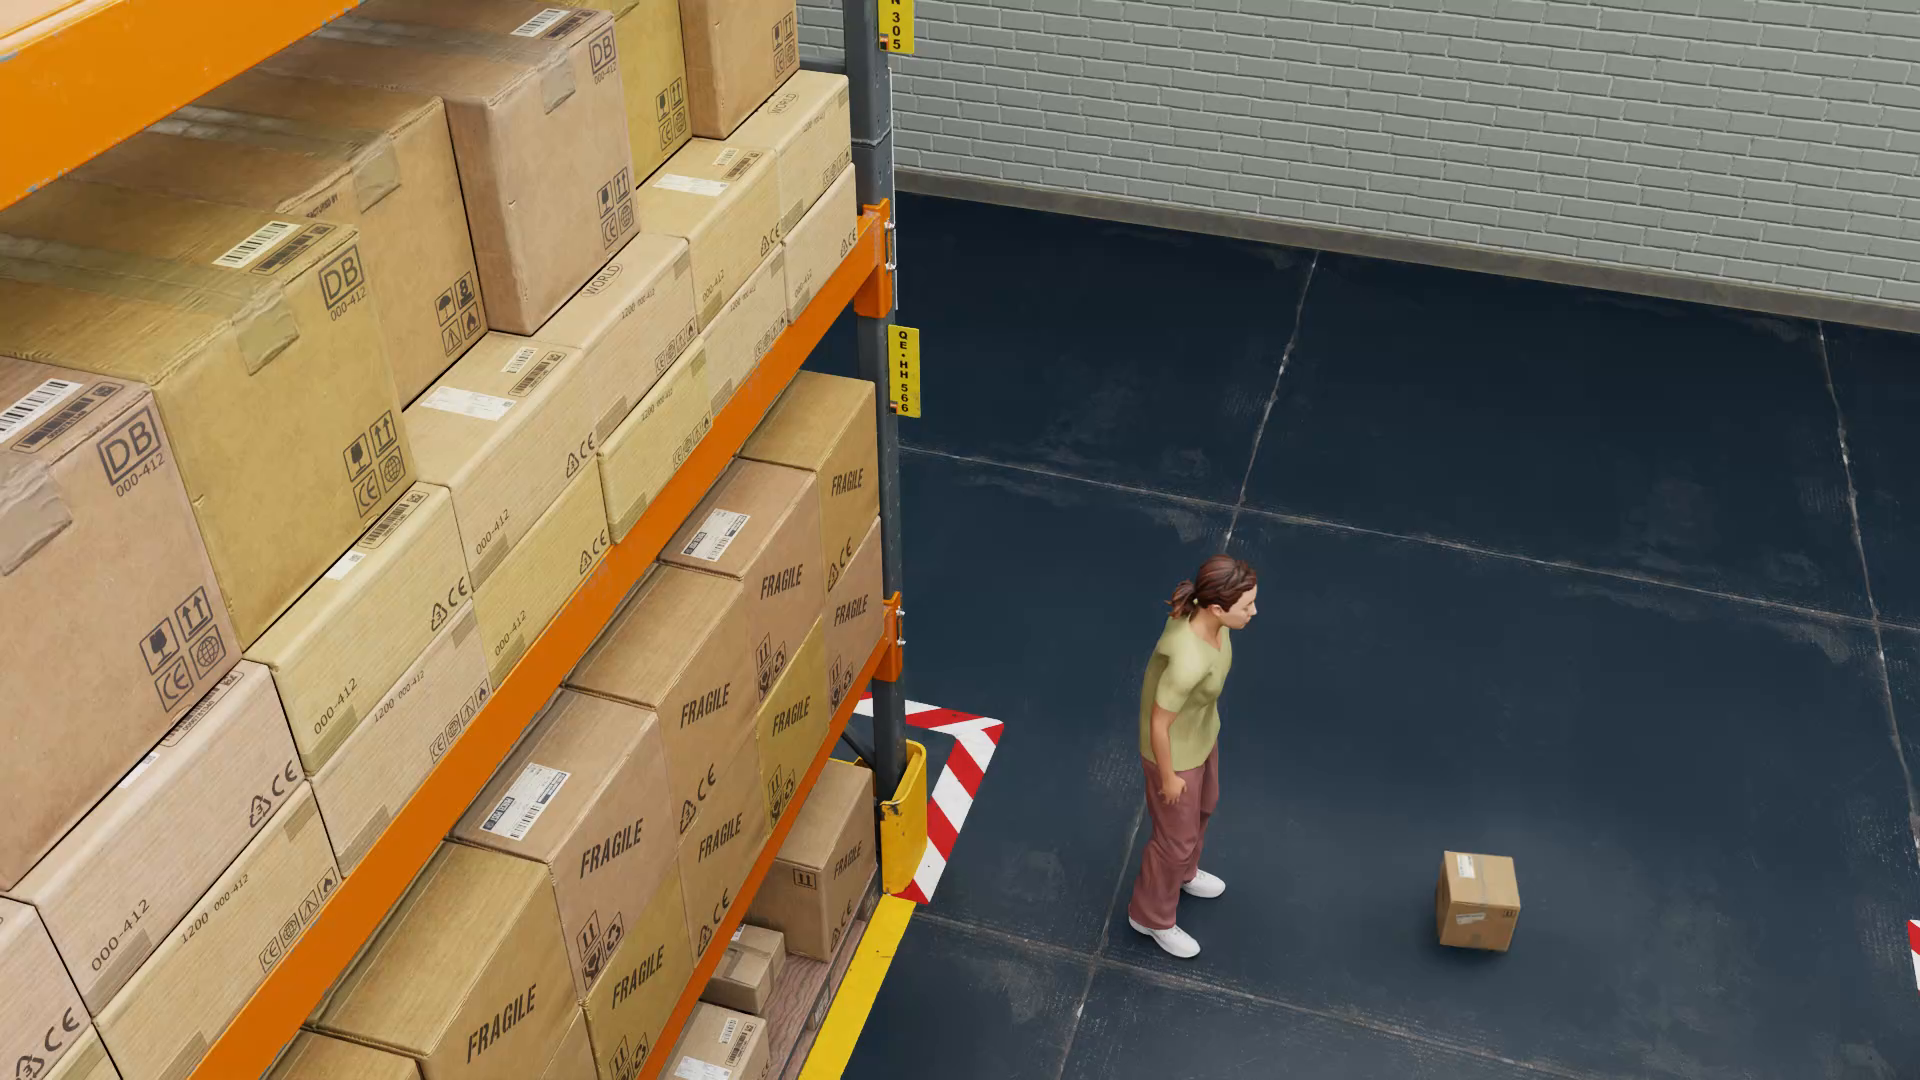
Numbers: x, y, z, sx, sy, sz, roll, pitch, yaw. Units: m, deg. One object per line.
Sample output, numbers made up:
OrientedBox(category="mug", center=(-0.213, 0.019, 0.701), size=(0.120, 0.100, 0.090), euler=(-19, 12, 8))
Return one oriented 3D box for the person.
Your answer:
OrientedBox(category="person", center=(0.817, 0.733, 5.925), size=(0.357, 1.671, 0.504), euler=(14, 39, 18))
